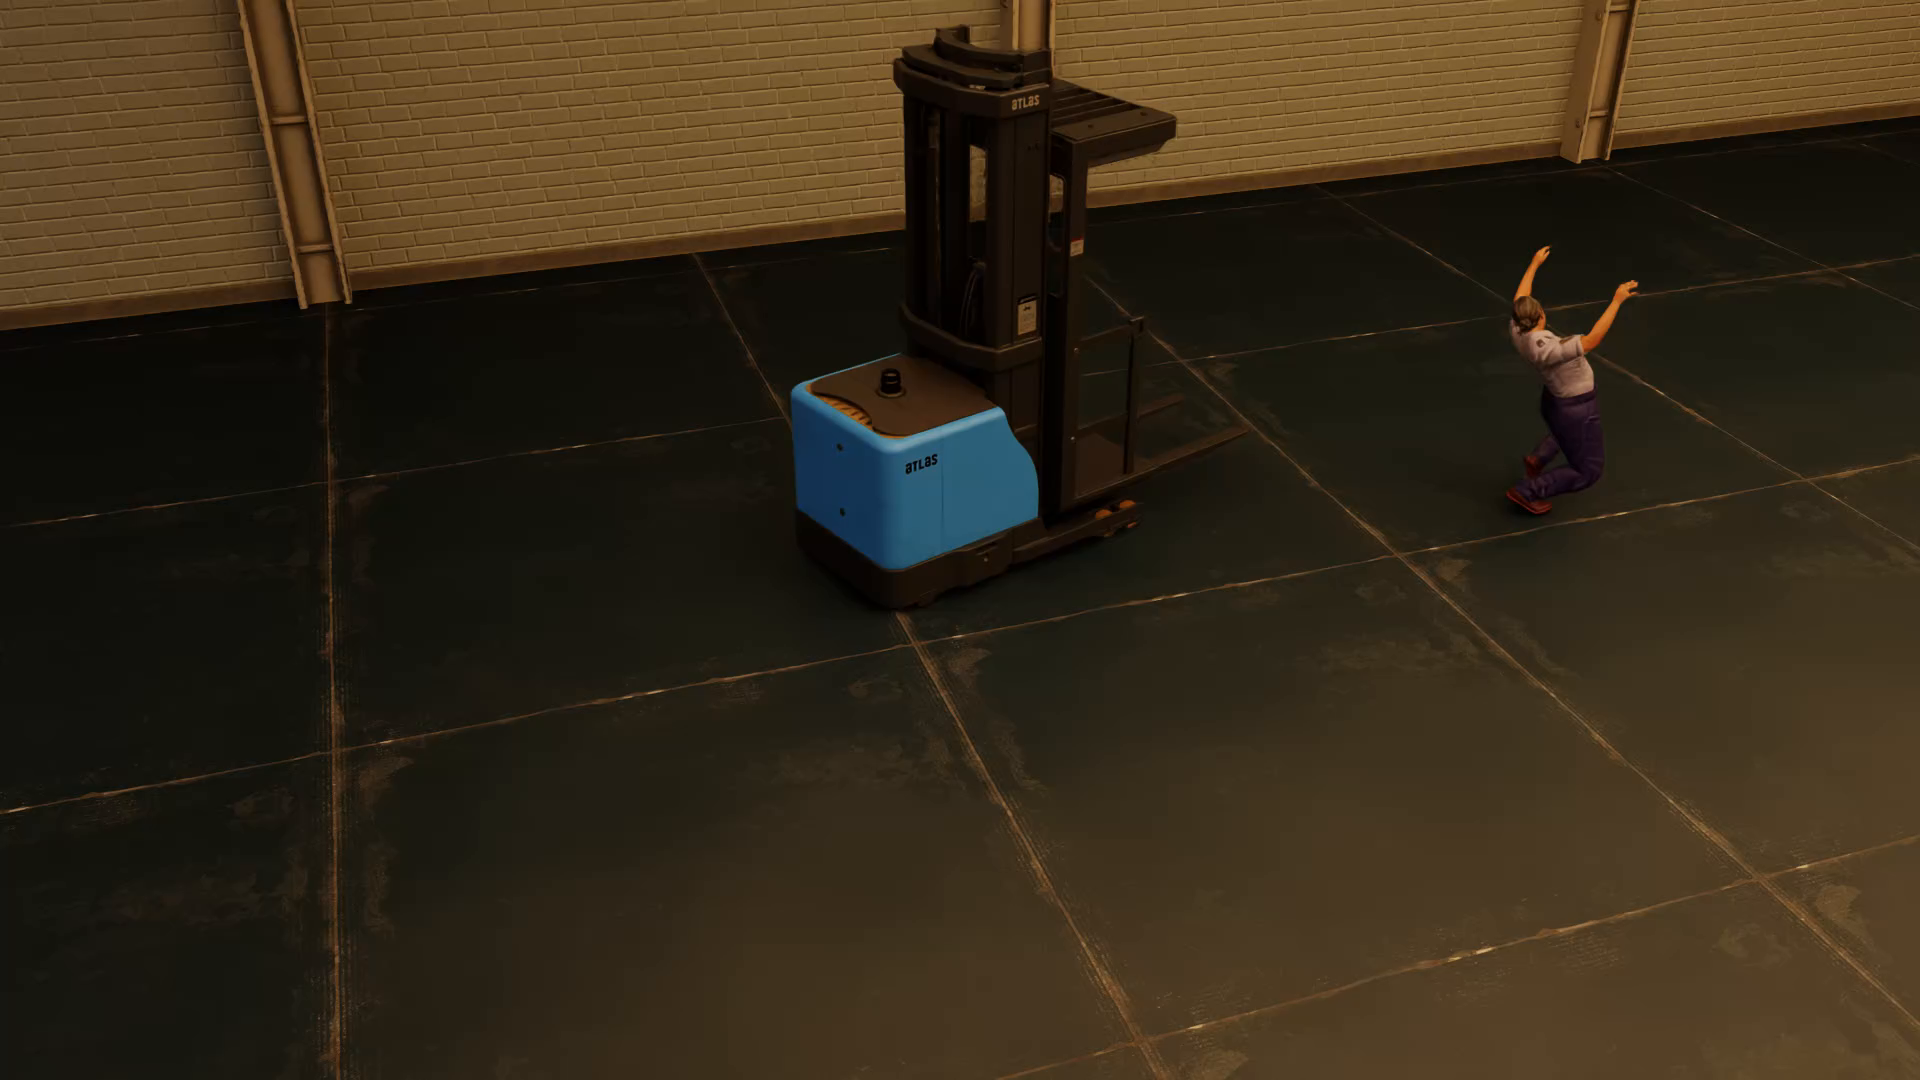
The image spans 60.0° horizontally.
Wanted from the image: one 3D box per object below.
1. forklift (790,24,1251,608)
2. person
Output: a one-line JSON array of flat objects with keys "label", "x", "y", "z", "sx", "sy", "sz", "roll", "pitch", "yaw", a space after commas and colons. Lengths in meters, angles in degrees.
[{"label": "forklift", "x": 0.499, "y": -1.474, "z": 9.650, "sx": 3.031, "sy": 2.935, "sz": 1.130, "roll": -21, "pitch": 36, "yaw": -32}, {"label": "person", "x": 3.634, "y": -0.963, "z": 10.164, "sx": 0.737, "sy": 1.577, "sz": 0.950, "roll": 0, "pitch": 30, "yaw": -1}]
